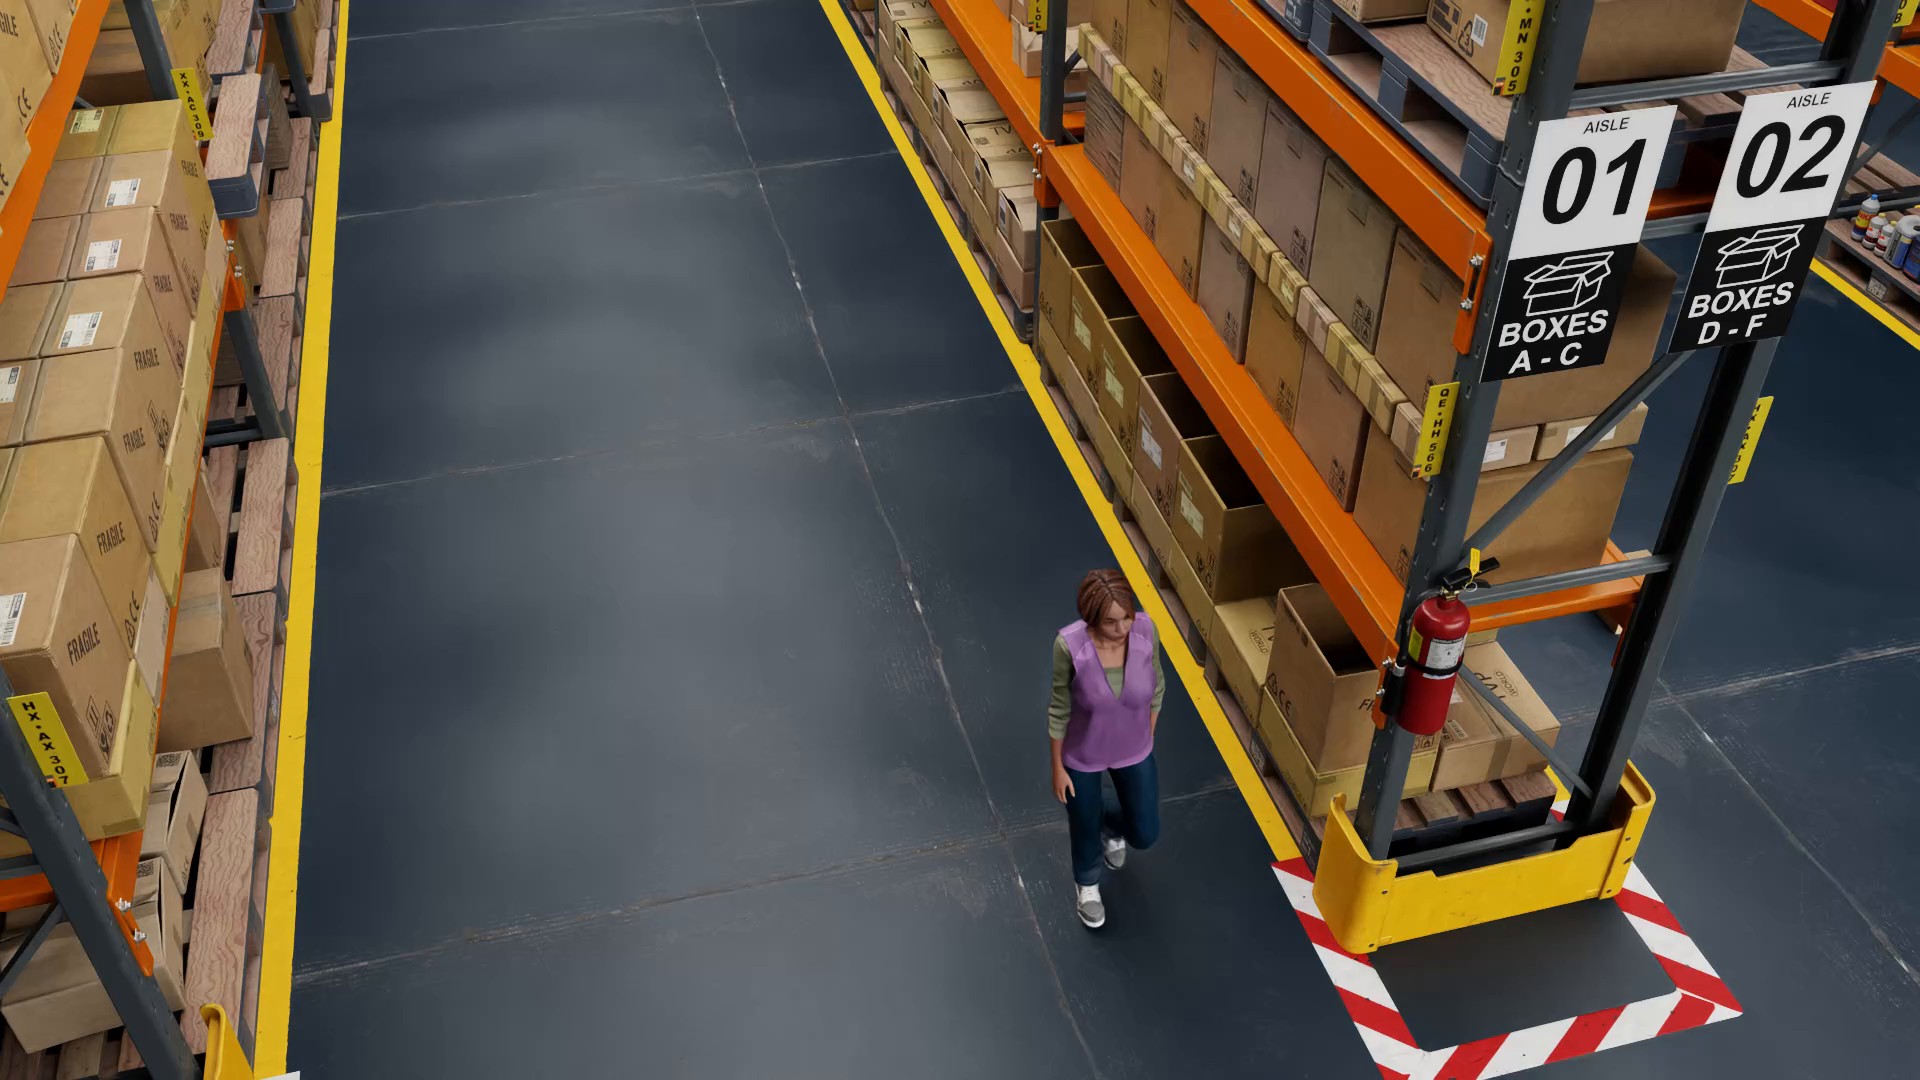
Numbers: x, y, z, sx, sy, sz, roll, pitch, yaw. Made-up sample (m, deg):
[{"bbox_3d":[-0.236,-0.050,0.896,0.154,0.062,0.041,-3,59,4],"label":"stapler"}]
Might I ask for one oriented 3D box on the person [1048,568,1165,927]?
[{"bbox_3d":[0.499,0.708,5.800,0.425,1.591,0.442,-5,39,-7],"label":"person"}]
